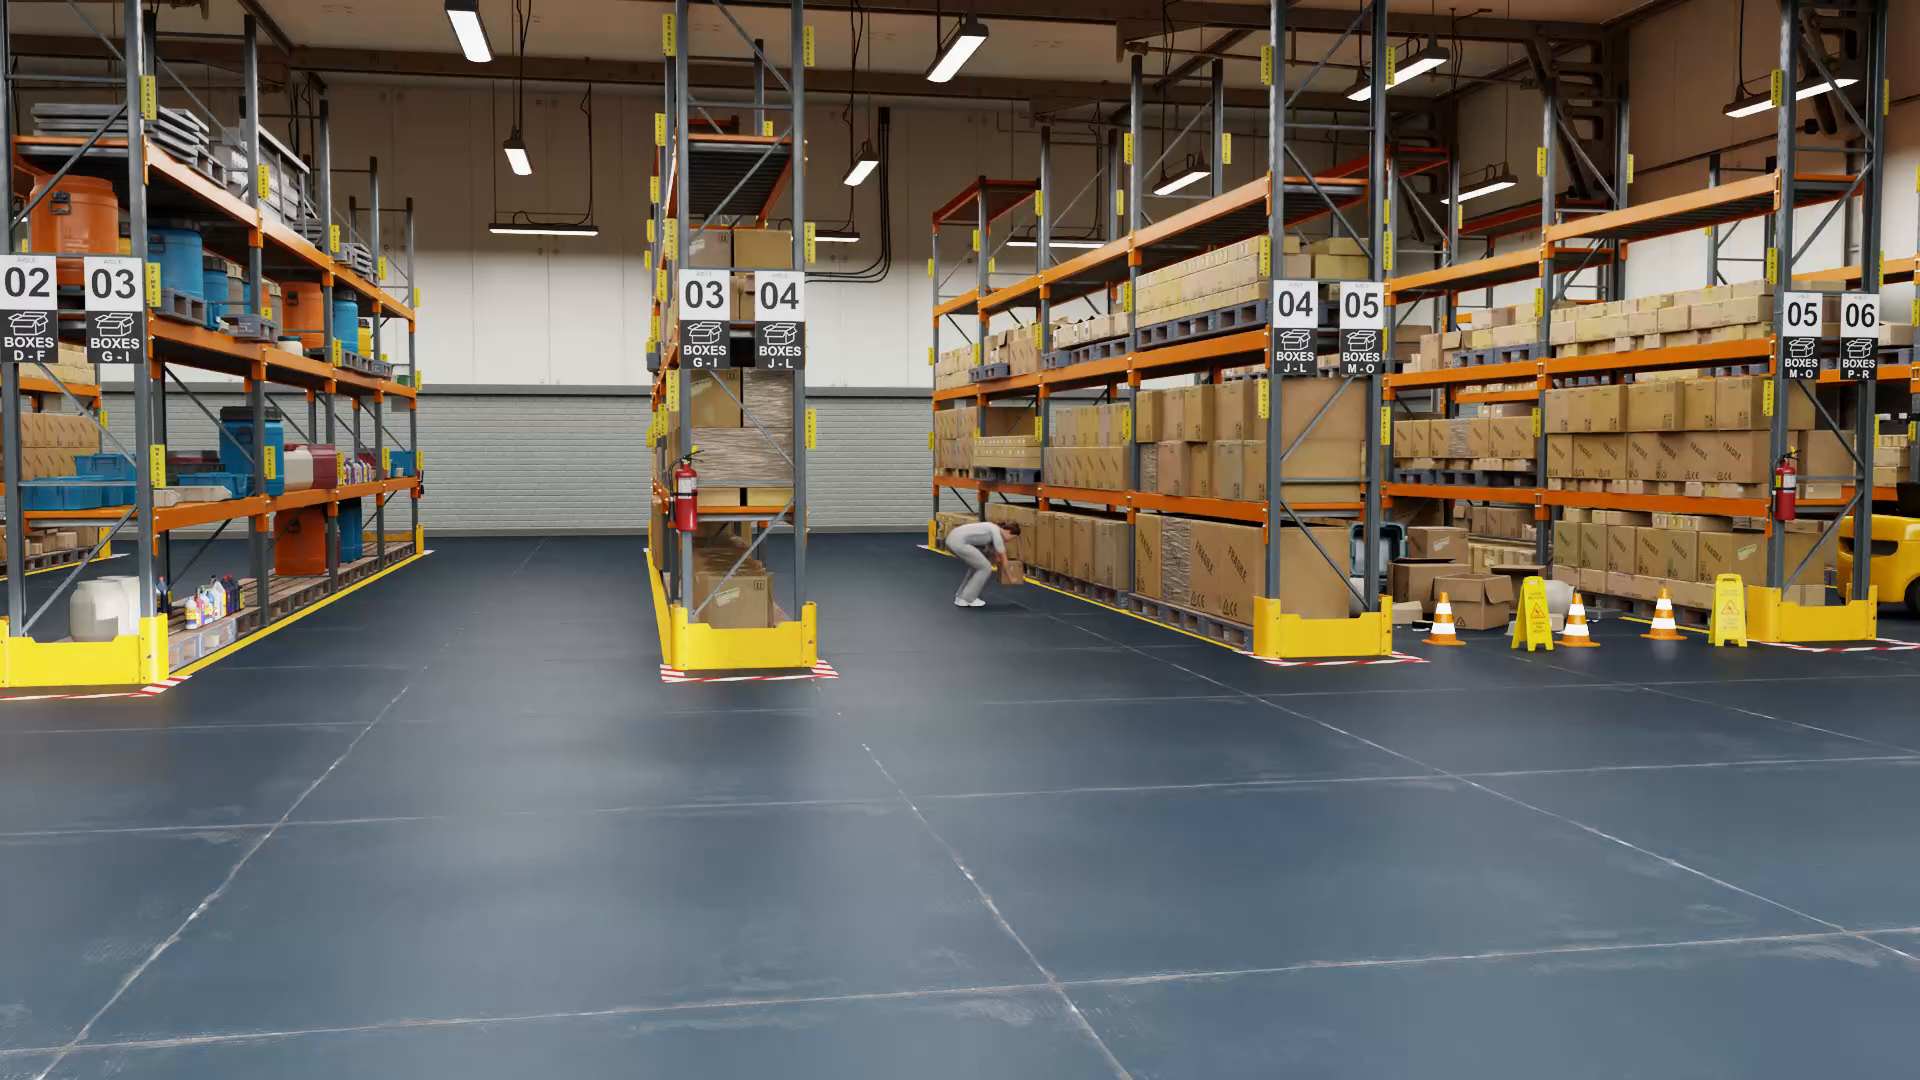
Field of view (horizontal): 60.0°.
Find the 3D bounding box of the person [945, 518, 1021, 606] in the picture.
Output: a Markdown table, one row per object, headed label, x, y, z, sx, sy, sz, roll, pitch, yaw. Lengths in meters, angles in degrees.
| label | x | y | z | sx | sy | sz | roll | pitch | yaw |
| --- | --- | --- | --- | --- | --- | --- | --- | --- | --- |
| person | 0.269 | 0.247 | 18.905 | 0.867 | 0.993 | 0.472 | -1 | 3 | -14 |
